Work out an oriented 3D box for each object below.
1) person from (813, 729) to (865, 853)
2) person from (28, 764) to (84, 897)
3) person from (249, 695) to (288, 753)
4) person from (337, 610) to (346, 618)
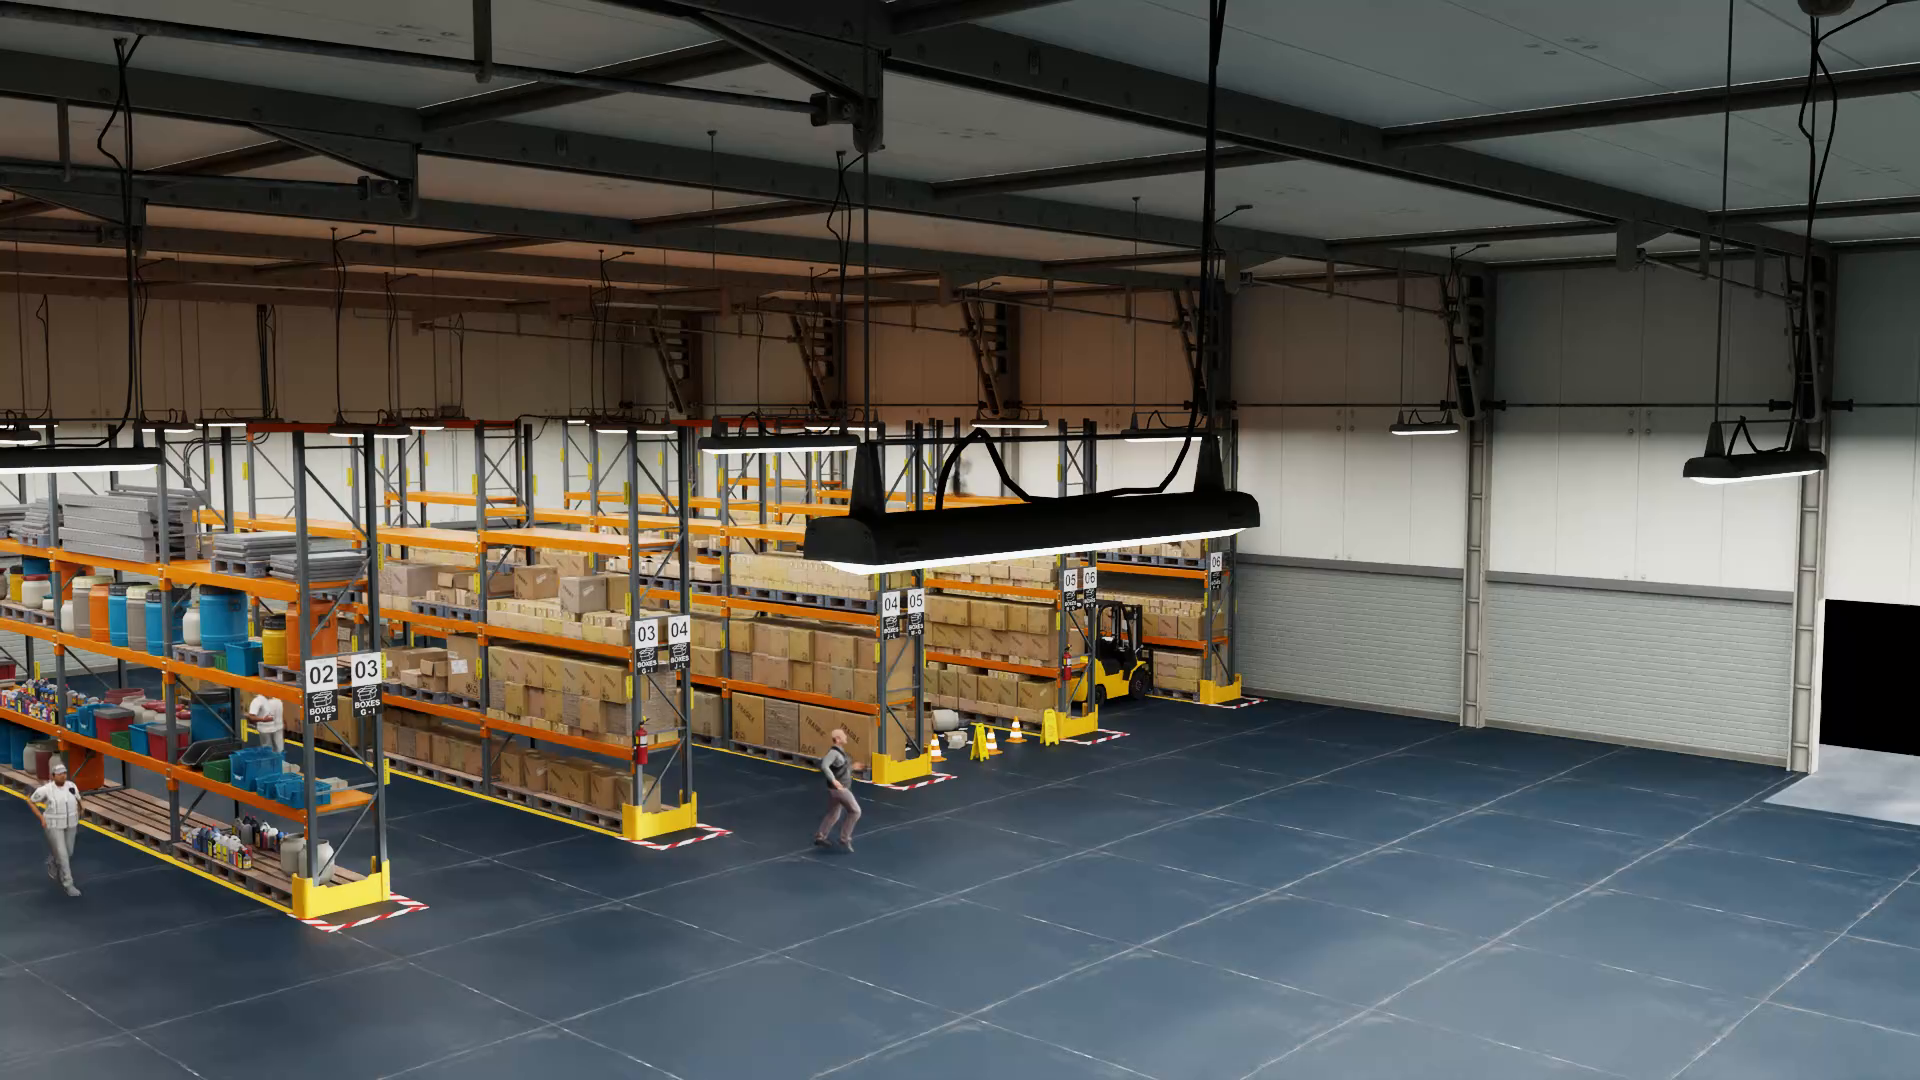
[{"bbox_3d":[-1.709,3.559,23.561,0.756,1.768,0.635,-1,5,-8],"label":"person"},{"bbox_3d":[-11.709,3.740,21.629,0.916,1.675,0.607,3,6,33],"label":"person"},{"bbox_3d":[-11.569,3.180,27.844,0.859,1.742,0.713,3,6,35],"label":"person"},{"bbox_3d":[-14.416,2.400,38.576,0.715,1.587,0.611,1,5,13],"label":"person"}]
